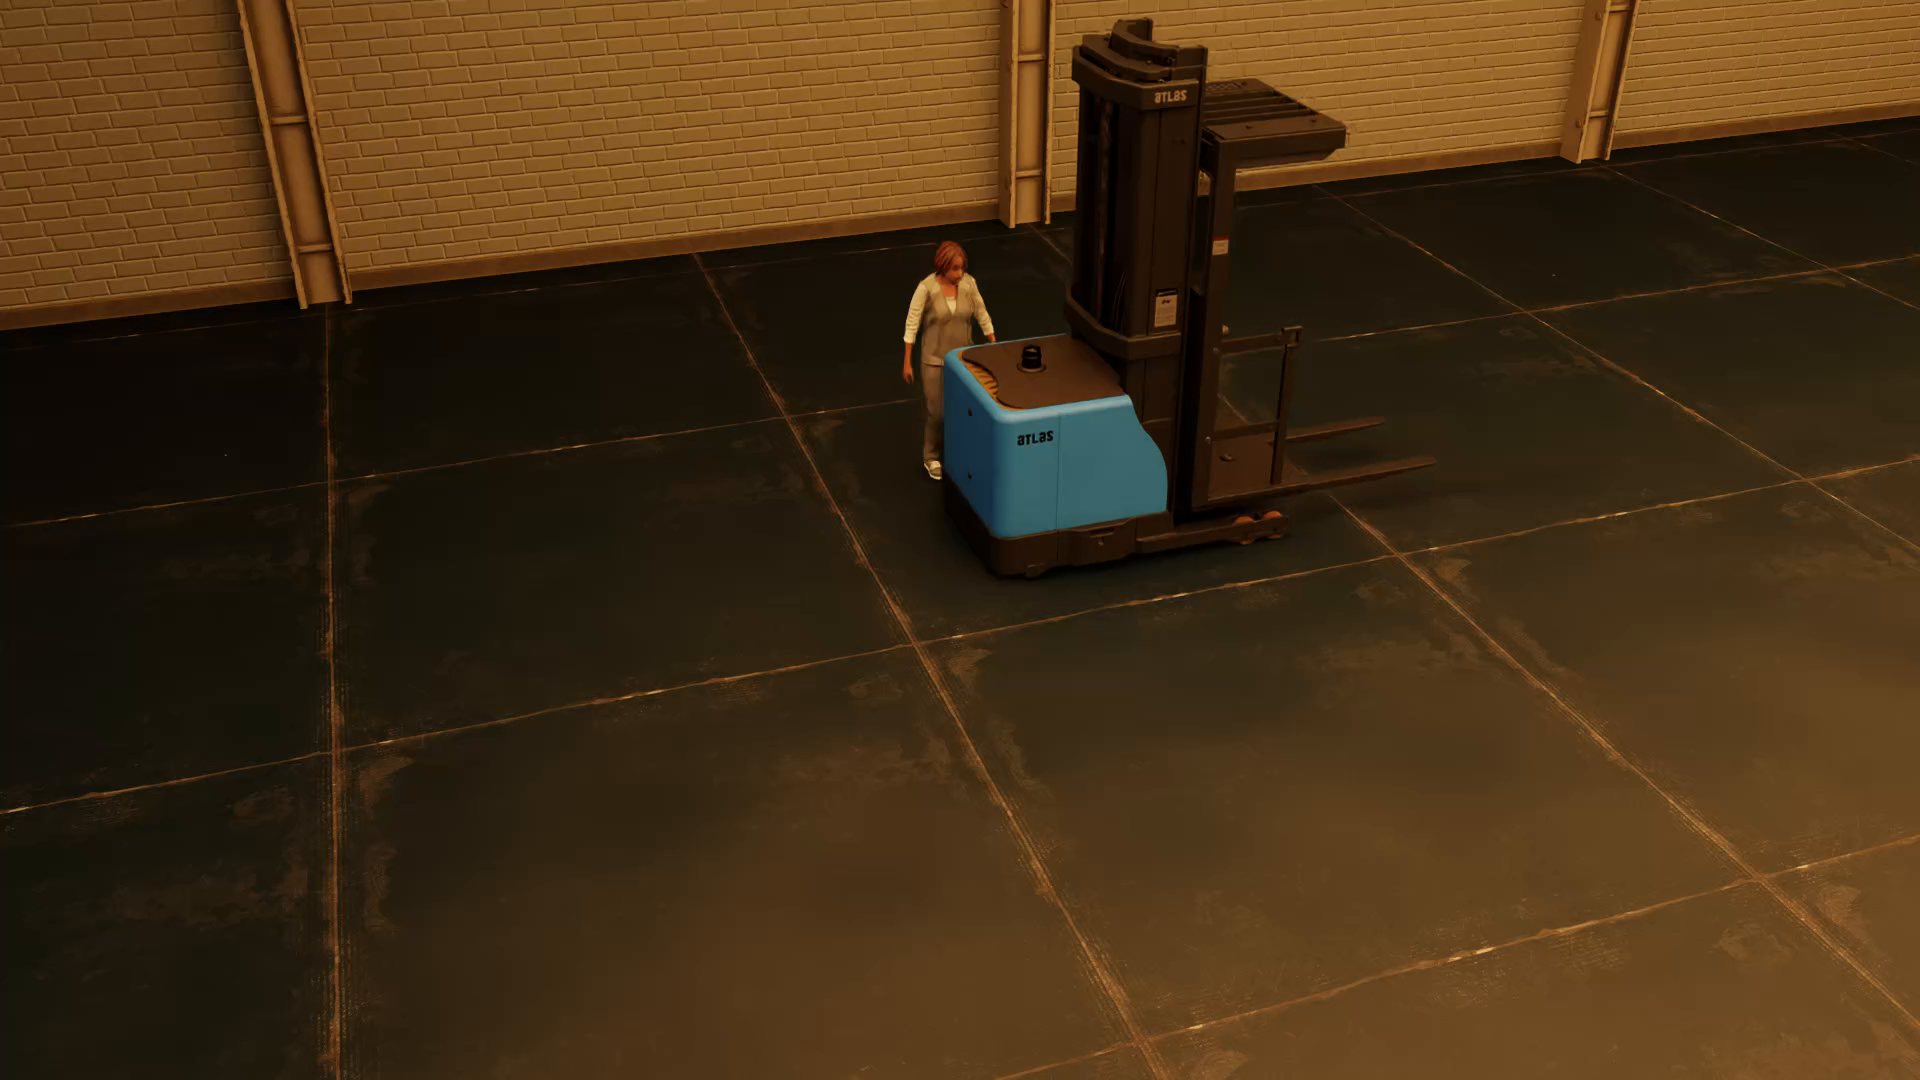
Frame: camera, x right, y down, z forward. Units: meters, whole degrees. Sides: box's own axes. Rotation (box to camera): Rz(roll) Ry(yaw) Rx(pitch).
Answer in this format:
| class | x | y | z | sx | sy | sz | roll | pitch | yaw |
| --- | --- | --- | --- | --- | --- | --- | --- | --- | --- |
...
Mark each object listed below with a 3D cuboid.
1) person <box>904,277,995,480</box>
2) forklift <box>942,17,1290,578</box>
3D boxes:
| class | x | y | z | sx | sy | sz | roll | pitch | yaw |
| --- | --- | --- | --- | --- | --- | --- | --- | --- | --- |
| person | -0.038 | -1.037 | 10.493 | 0.633 | 1.335 | 0.283 | -11 | 32 | -18 |
| forklift | 1.465 | -1.484 | 9.666 | 3.031 | 2.935 | 1.130 | -10 | 31 | -16 |
